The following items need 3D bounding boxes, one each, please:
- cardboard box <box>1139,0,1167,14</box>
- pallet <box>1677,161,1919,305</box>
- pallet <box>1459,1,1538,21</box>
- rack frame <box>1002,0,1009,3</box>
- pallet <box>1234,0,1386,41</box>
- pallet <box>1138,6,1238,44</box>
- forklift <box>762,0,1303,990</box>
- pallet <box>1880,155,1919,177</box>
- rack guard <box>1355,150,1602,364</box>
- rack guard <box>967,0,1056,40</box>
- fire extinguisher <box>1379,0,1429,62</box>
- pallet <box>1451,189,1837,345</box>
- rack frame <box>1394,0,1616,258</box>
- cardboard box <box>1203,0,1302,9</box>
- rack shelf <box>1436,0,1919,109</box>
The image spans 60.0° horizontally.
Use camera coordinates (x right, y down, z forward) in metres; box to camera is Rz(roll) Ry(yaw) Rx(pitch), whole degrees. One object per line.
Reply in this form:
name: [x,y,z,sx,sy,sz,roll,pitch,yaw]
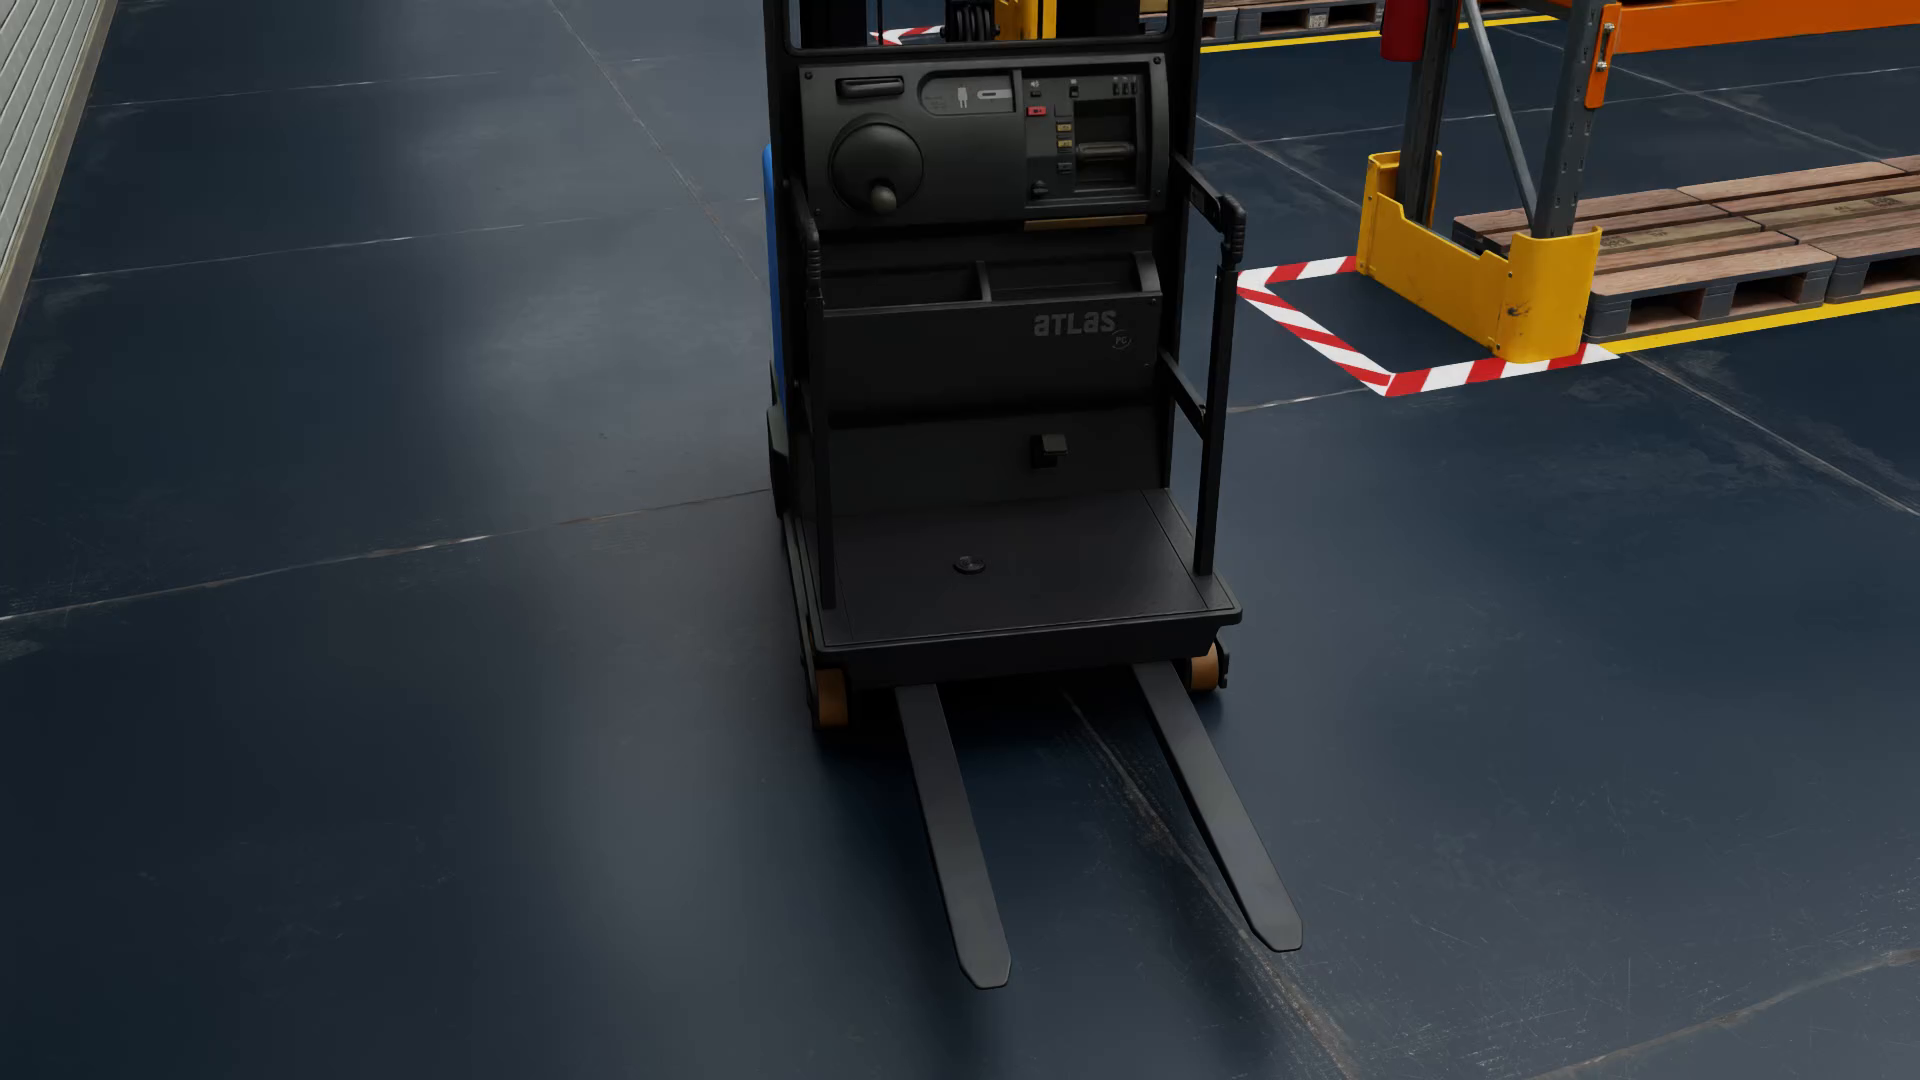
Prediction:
cardboard box: [0.956,-3.993,10.951,0.875,0.875,0.875,-10,31,-18]
pallet: [4.039,-1.410,7.511,1.213,0.211,1.003,-10,31,-18]
pallet: [3.393,-3.970,12.005,1.213,0.211,1.003,-10,31,-18]
rack frame: [0.384,-4.586,10.270,0.127,3.000,1.000,-10,31,-18]
pallet: [2.248,-3.758,11.632,1.213,0.211,1.003,-10,31,-18]
pallet: [1.106,-3.549,11.266,1.213,0.211,1.003,-10,31,-18]
forklift: [0.106,-0.968,3.988,1.130,2.935,3.031,-5,30,-8]
pallet: [5.184,-1.622,7.884,1.213,0.211,1.003,-10,31,-18]
rack guard: [2.093,-1.192,6.837,0.348,0.500,1.175,-10,31,-18]
rack guard: [0.362,-3.496,10.881,0.348,0.500,1.175,-10,31,-18]
fire extinguisher: [1.811,-2.277,6.672,0.183,0.674,0.296,-10,31,-18]
pallet: [2.898,-1.201,7.145,1.213,0.211,1.003,-10,31,-18]
rack frame: [2.111,-2.288,6.236,0.127,3.000,1.000,-10,31,-18]
cardboard box: [1.809,-4.150,11.226,0.875,0.875,0.875,-10,31,-18]
rack shelf: [3.986,-2.321,7.020,4.000,0.370,1.077,-10,31,-18]
